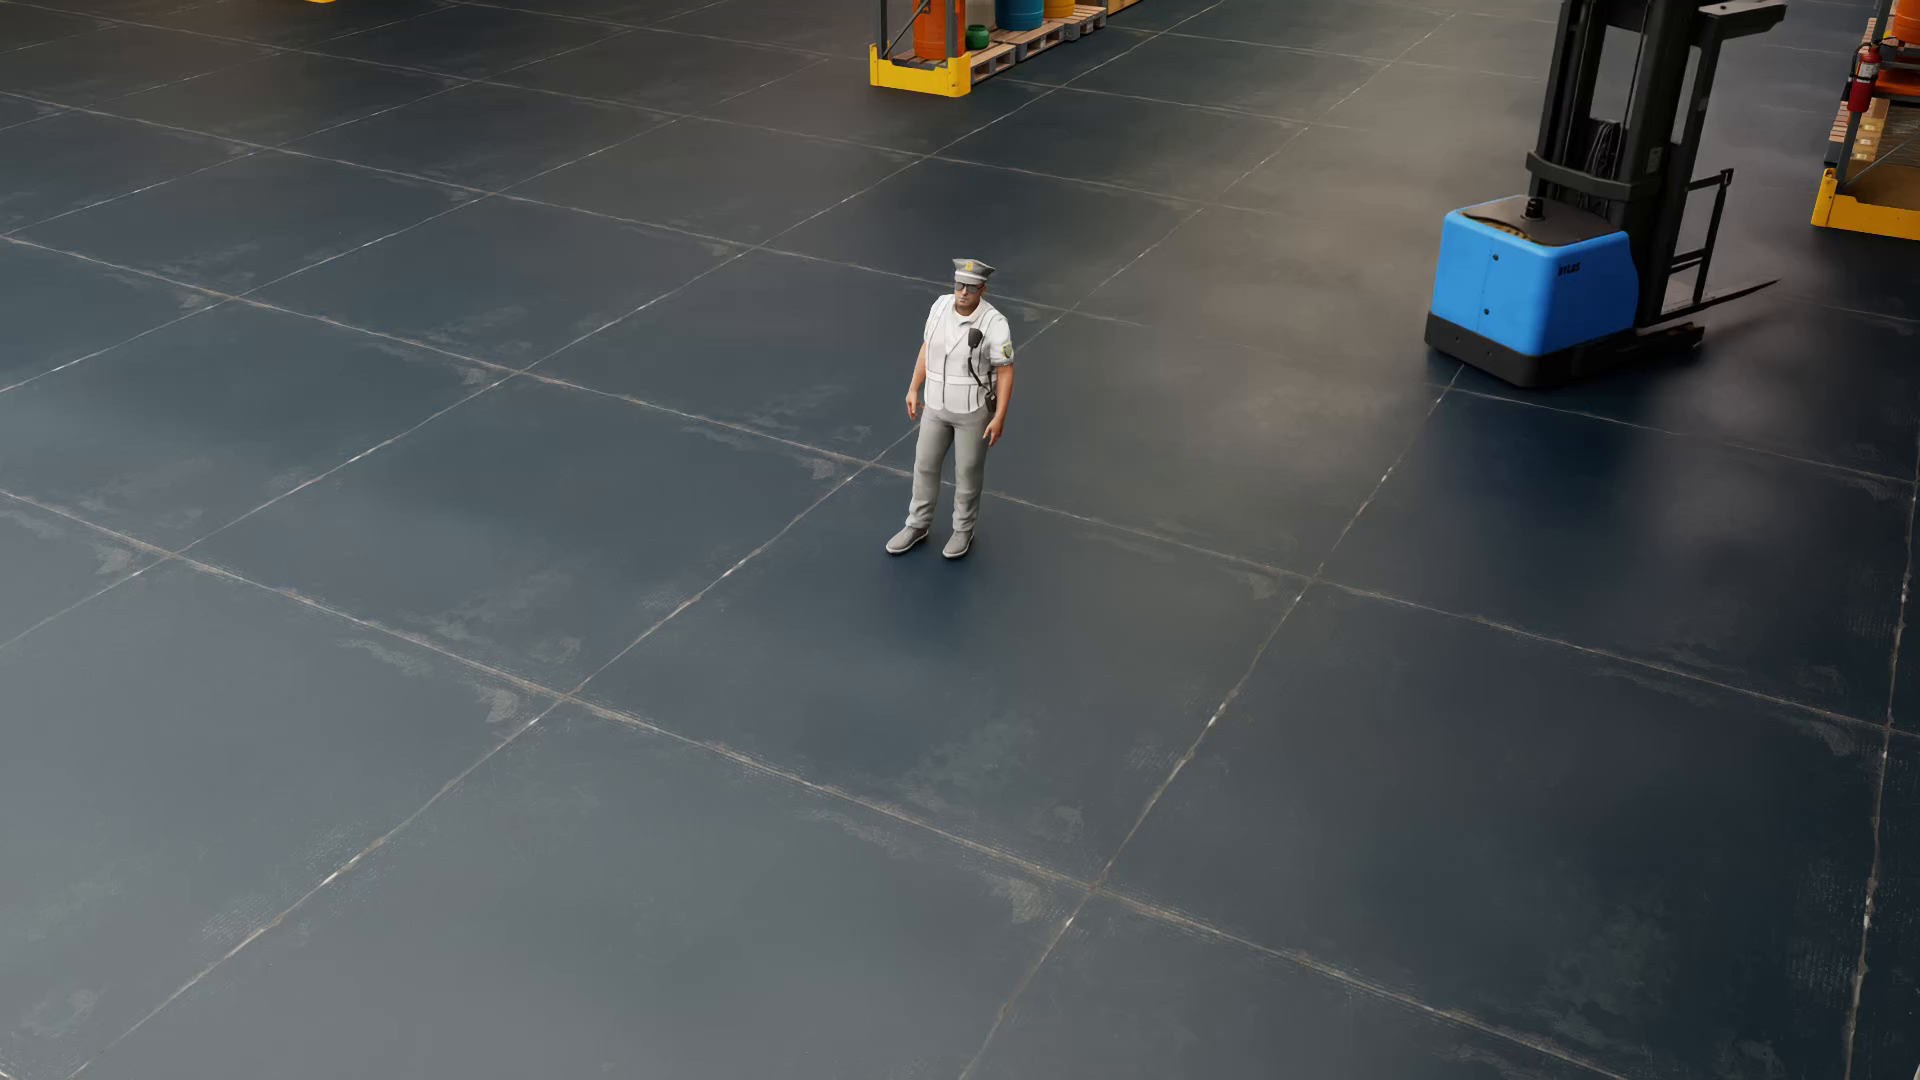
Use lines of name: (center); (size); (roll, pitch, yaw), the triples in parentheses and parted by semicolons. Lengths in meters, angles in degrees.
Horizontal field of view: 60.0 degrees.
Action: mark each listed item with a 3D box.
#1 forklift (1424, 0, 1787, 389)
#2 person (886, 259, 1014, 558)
forklift: (4.995, -2.881, 12.062); (3.031, 2.935, 1.130); (-17, 34, -27)
person: (-0.048, -0.747, 9.500); (0.640, 1.781, 0.575); (15, 33, 25)
